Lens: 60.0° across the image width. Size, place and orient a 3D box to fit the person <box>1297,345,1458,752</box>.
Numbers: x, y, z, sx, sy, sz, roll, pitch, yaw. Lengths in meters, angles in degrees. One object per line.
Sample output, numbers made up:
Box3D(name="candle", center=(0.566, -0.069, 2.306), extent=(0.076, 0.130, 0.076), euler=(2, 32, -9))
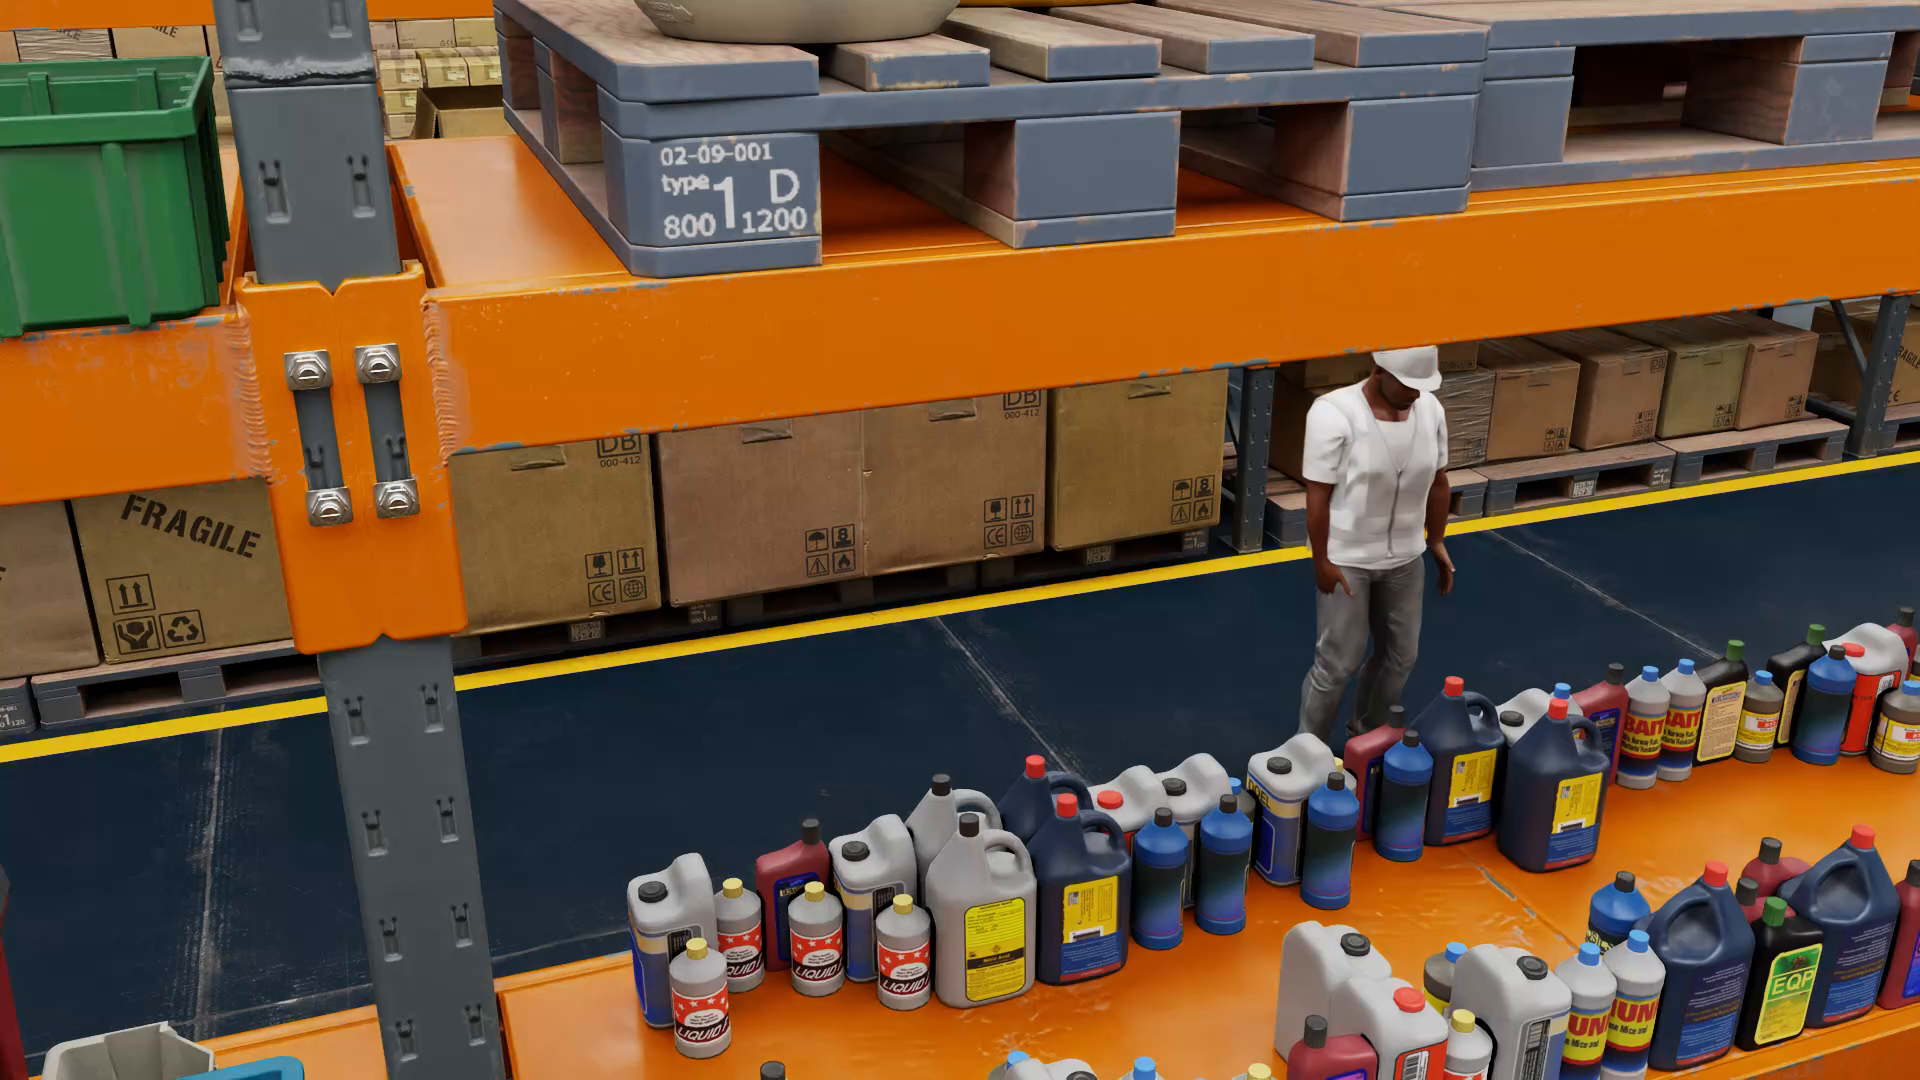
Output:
Box3D(name="person", center=(1.487, 0.065, 5.942), extent=(0.581, 1.738, 0.409), euler=(-8, 24, -18))
